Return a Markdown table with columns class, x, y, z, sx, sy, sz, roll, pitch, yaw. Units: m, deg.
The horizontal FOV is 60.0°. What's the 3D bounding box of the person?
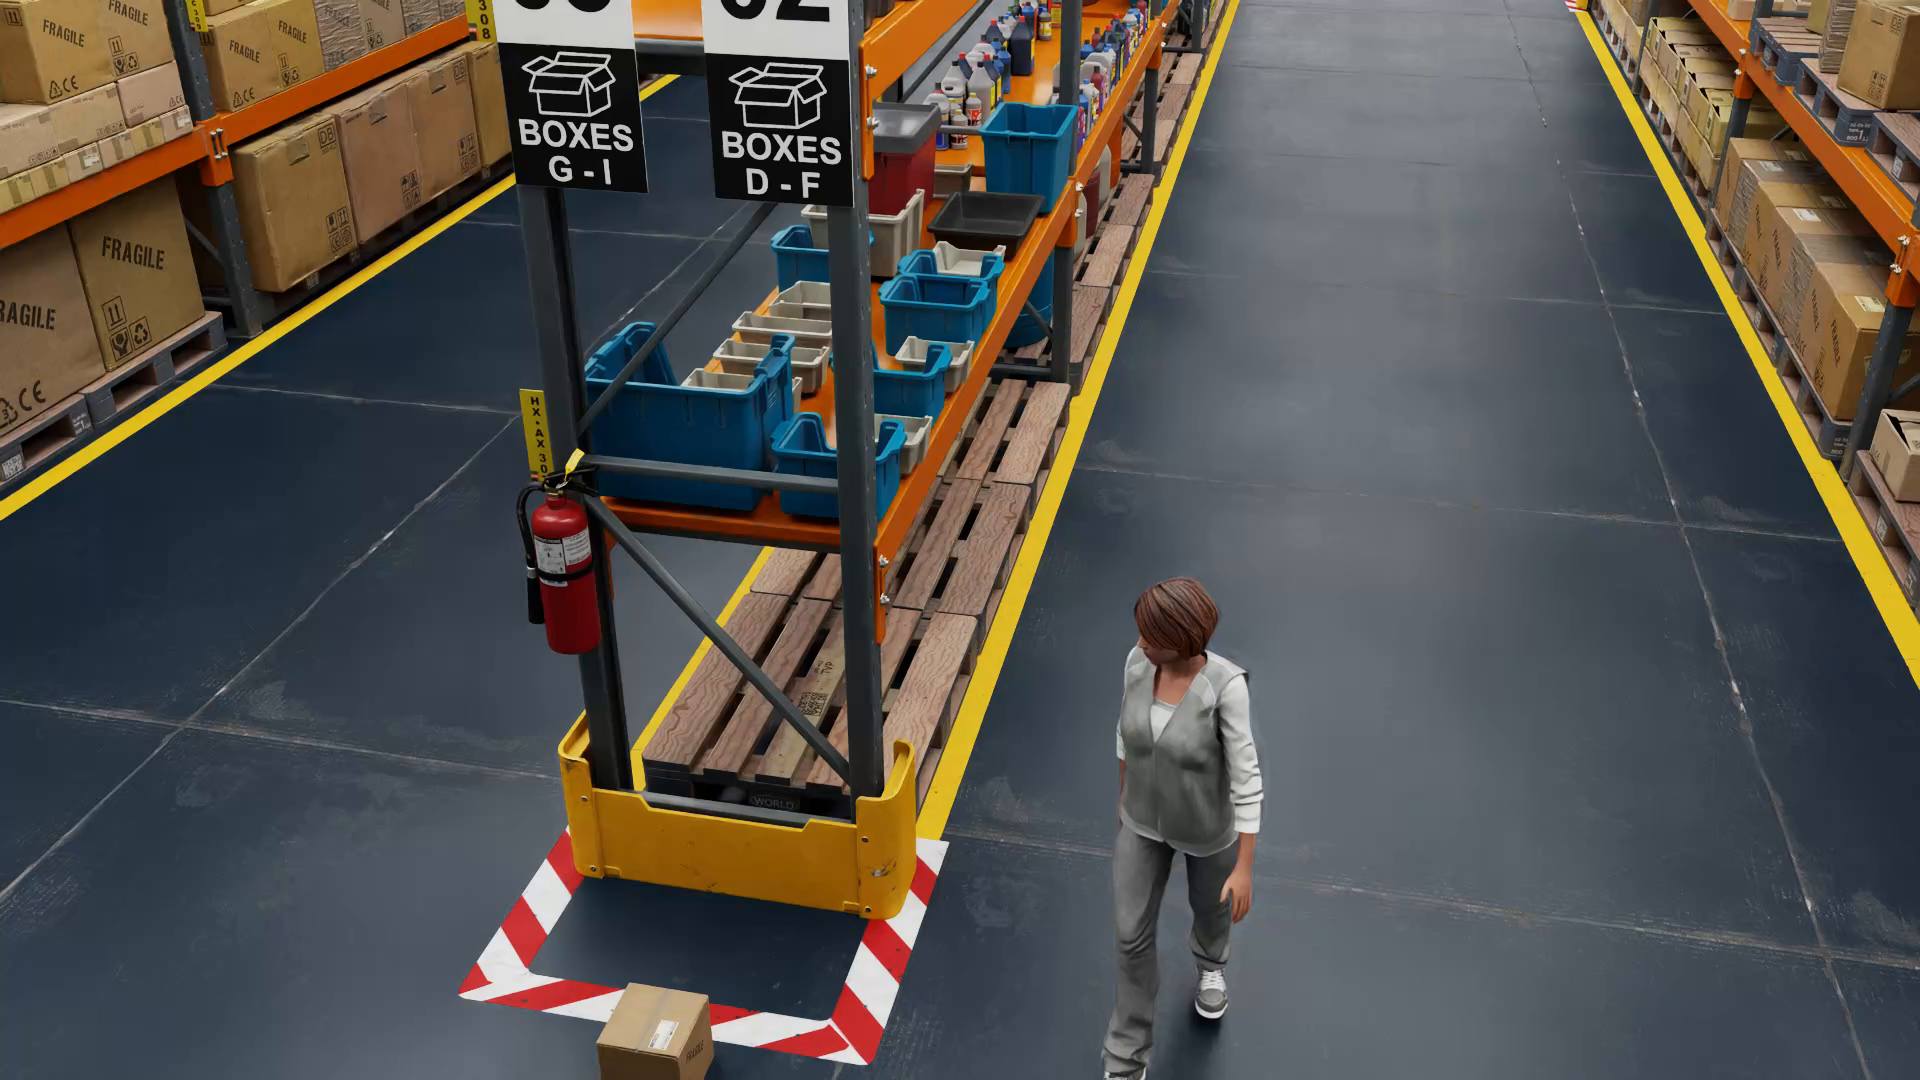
| class | x | y | z | sx | sy | sz | roll | pitch | yaw |
| --- | --- | --- | --- | --- | --- | --- | --- | --- | --- |
| person | 0.617 | 0.850 | 4.649 | 0.538 | 1.579 | 0.808 | 17 | 33 | 28 |
